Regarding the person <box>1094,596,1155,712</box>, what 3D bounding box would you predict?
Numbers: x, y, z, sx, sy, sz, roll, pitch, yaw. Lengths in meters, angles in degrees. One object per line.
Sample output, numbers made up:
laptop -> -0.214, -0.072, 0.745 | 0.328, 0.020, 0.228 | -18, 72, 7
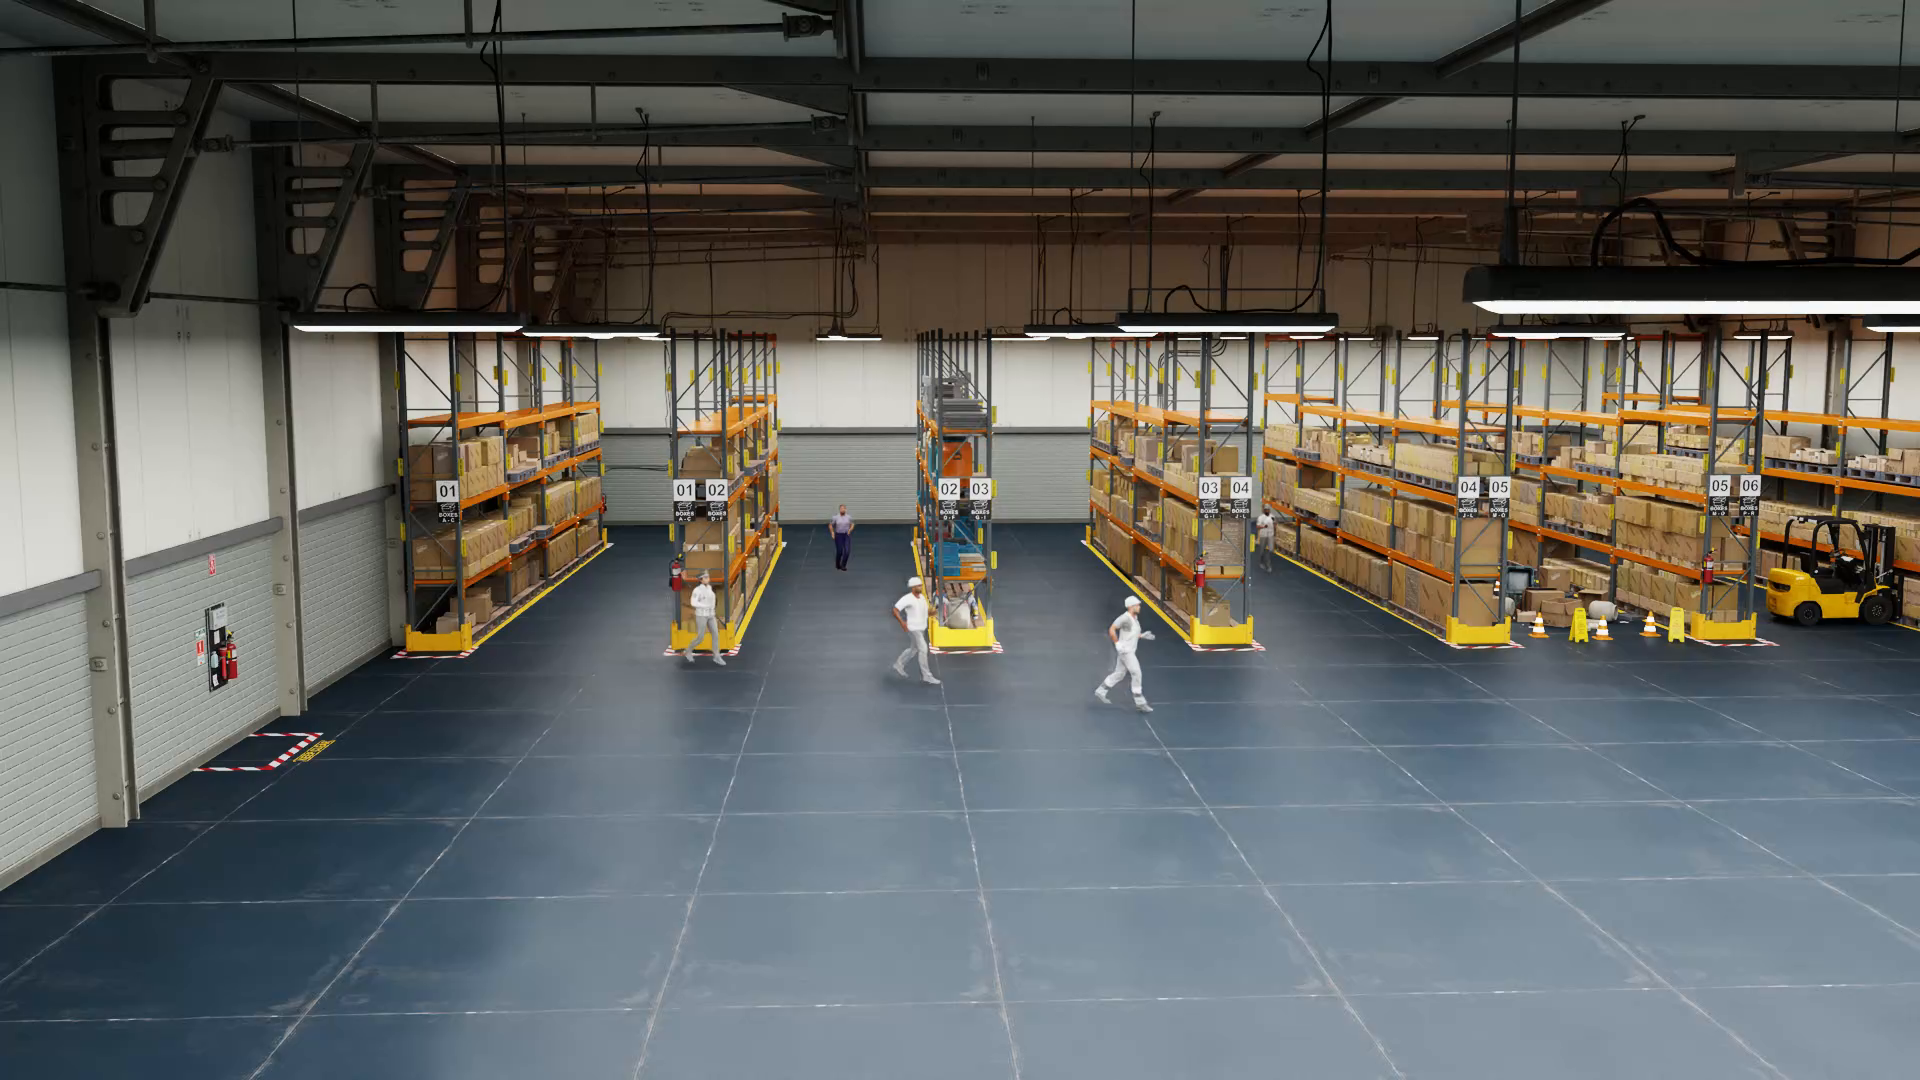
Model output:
person -> 2.577, 1.770, 26.045 | 0.967, 1.805, 0.597 | 2, 7, 14

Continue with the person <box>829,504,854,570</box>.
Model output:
person -> -2.823, -0.058, 39.992 | 0.607, 1.590, 0.507 | -2, 7, -16

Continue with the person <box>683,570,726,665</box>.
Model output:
person -> -4.573, 1.378, 29.690 | 0.854, 1.704, 0.639 | 3, 7, 23

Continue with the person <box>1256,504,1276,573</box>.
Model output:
person -> 7.728, -0.047, 41.881 | 0.556, 1.756, 0.714 | 0, 7, -1

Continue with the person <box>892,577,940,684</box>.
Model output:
person -> -0.738, 1.507, 28.105 | 0.966, 1.760, 0.696 | 3, 8, 26
